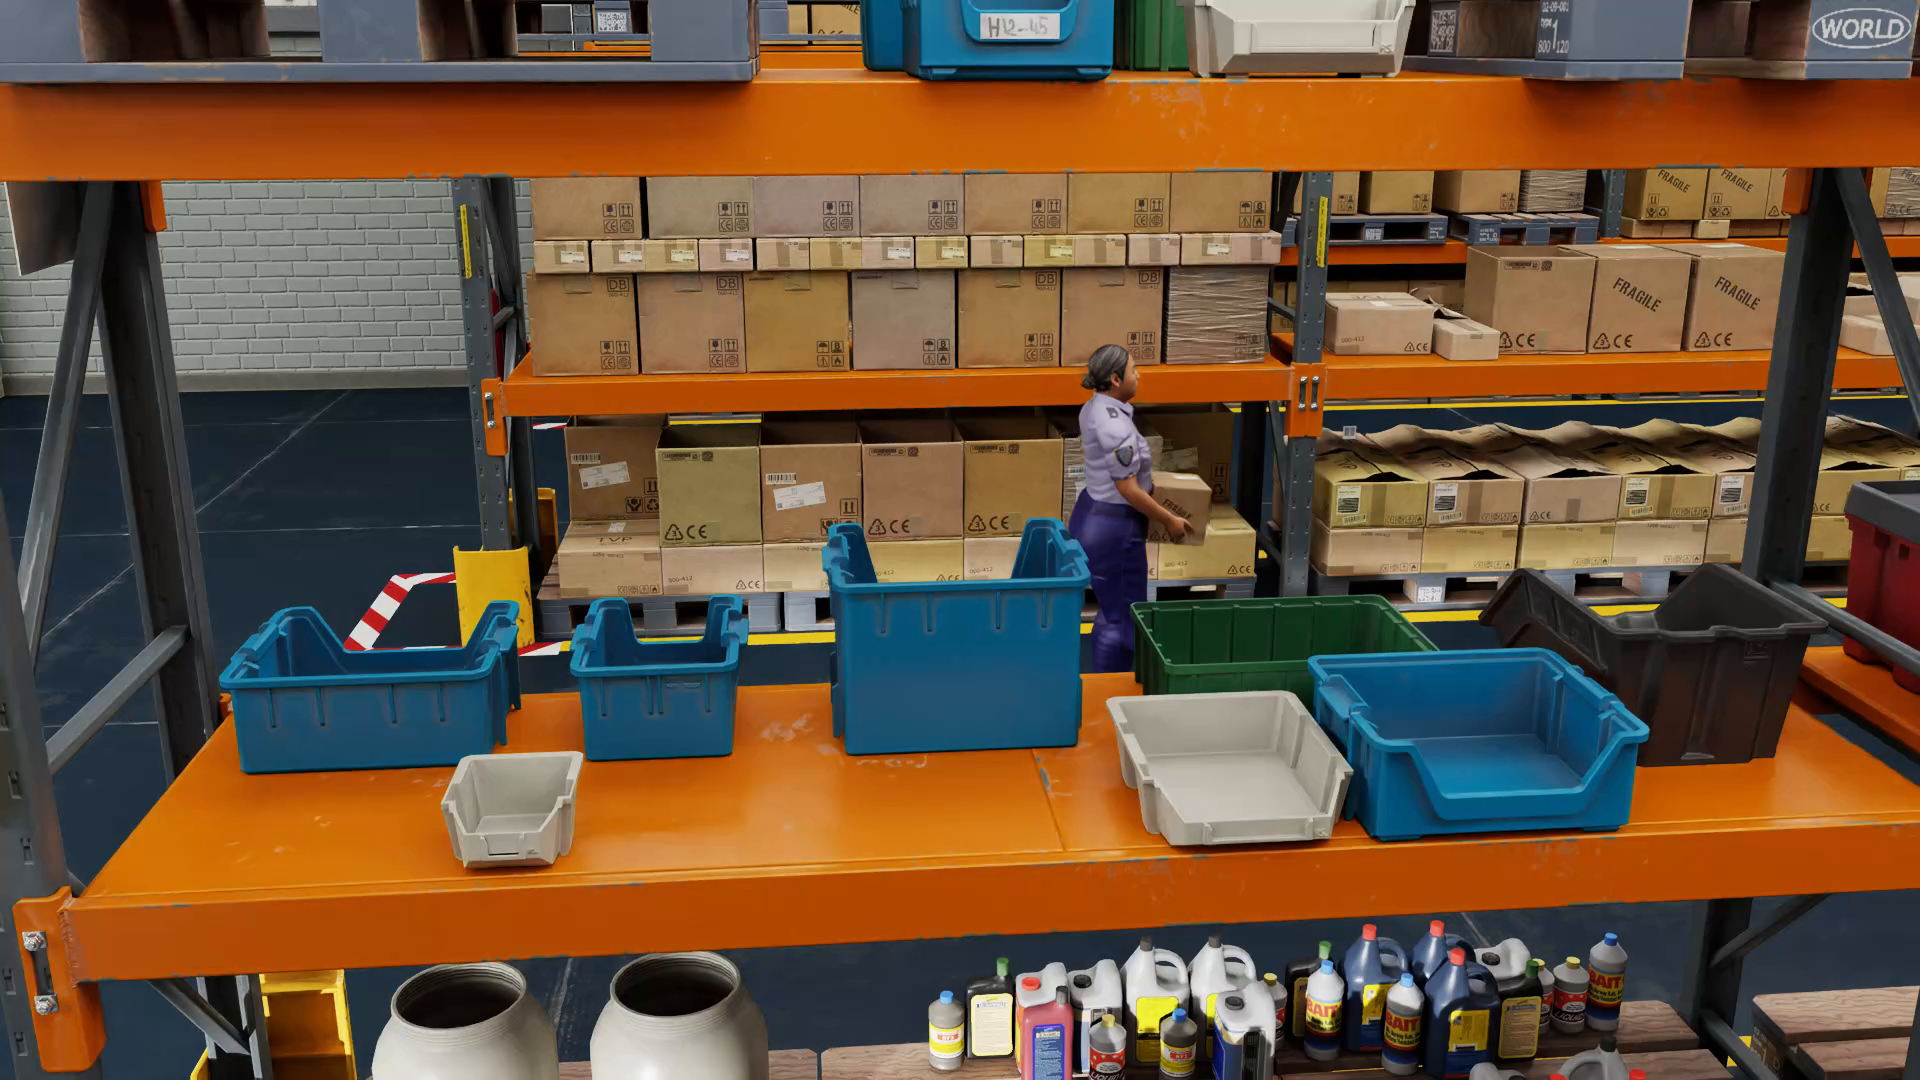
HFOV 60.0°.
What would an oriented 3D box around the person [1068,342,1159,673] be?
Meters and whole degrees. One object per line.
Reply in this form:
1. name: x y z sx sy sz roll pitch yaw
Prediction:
1. person: 0.689 -0.015 7.129 0.417 1.638 0.559 -2 17 -8
